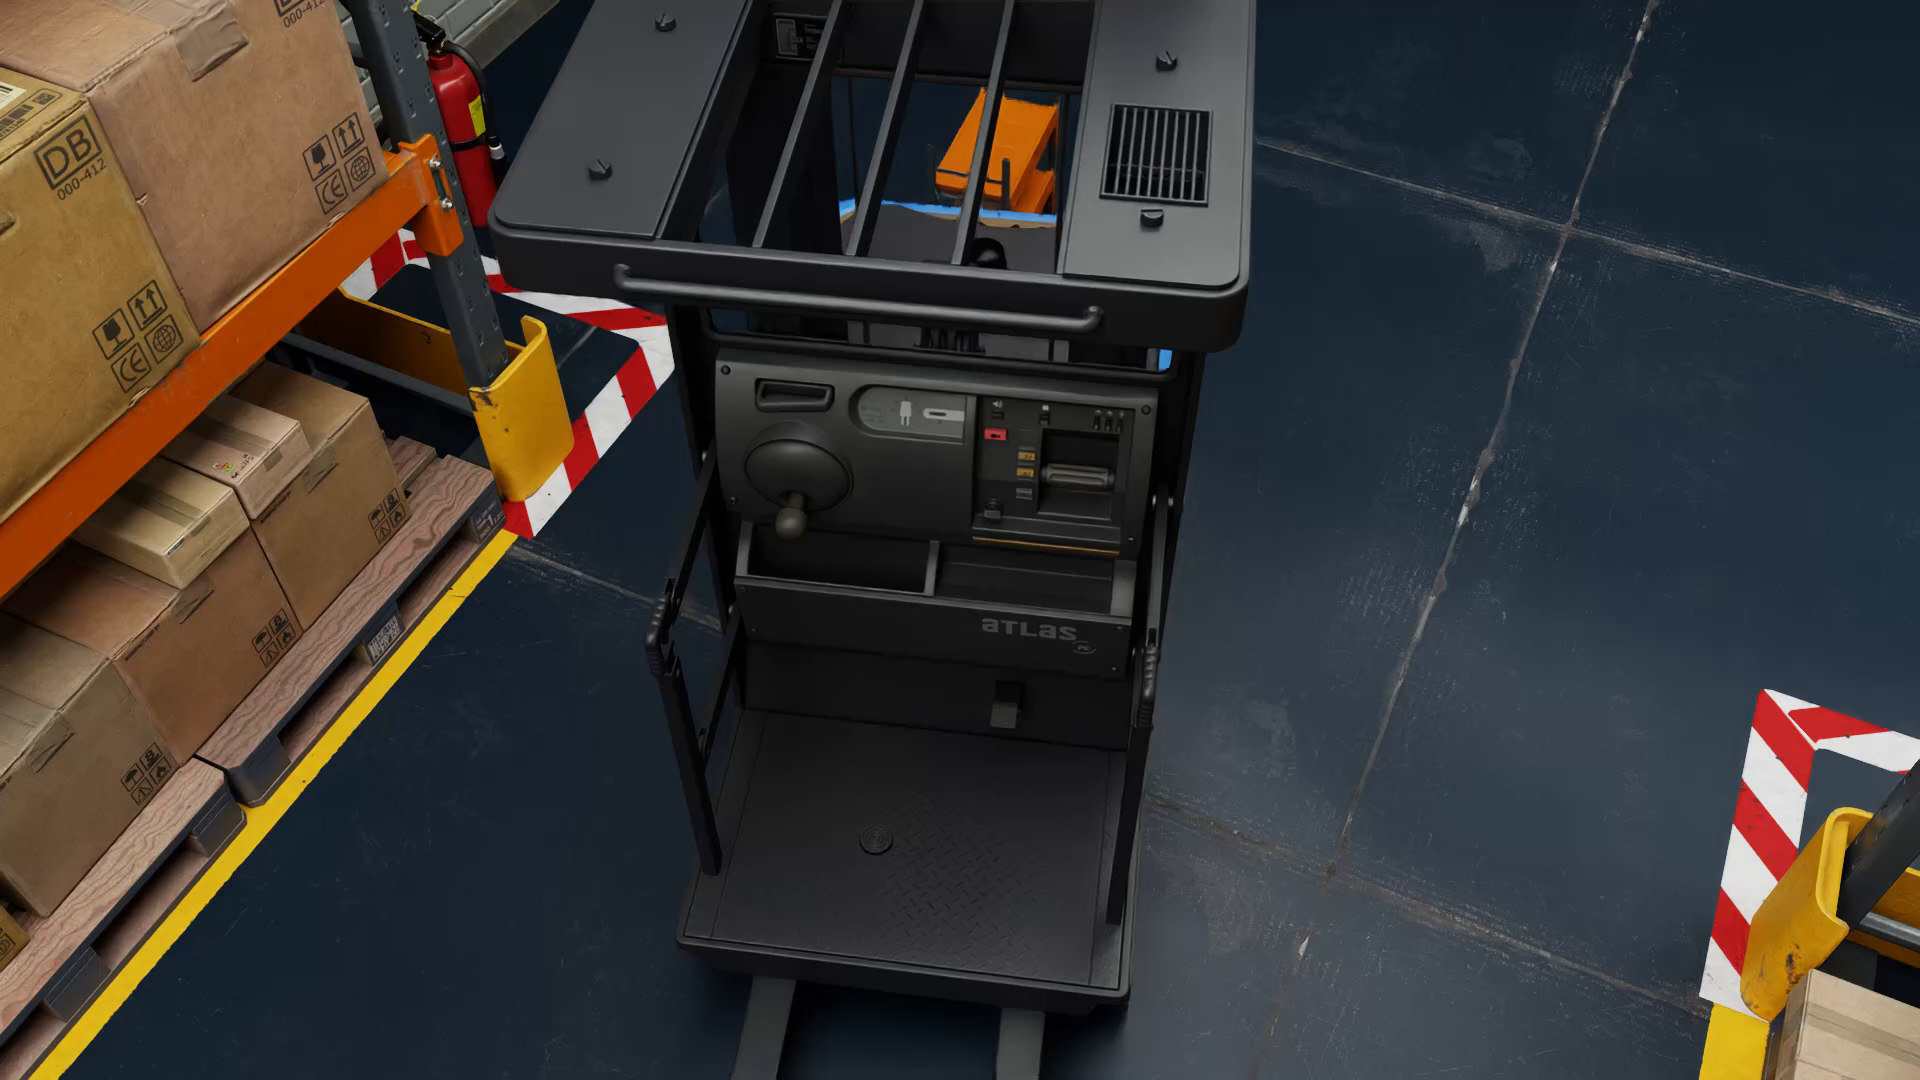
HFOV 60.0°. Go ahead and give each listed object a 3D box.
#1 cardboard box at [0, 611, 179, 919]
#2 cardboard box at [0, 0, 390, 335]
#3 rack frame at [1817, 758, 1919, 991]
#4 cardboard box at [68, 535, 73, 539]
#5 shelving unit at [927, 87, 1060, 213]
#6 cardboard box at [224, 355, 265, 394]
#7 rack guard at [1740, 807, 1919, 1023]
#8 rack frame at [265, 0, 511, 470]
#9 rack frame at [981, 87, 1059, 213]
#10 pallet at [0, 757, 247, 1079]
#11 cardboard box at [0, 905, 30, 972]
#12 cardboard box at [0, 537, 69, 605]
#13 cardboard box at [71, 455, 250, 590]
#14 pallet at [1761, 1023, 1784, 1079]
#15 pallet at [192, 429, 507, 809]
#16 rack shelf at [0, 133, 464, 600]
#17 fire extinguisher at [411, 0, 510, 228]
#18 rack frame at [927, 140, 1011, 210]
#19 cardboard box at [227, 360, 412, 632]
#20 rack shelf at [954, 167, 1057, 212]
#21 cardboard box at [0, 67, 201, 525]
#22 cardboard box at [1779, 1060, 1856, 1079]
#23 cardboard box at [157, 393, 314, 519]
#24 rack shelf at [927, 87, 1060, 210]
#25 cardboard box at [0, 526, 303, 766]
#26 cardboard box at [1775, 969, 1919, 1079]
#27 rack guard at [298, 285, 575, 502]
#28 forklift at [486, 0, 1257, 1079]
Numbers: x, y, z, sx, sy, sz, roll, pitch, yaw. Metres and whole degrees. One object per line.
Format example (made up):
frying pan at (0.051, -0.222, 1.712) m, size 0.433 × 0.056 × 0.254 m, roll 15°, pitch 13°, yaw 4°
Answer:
cardboard box at (-2.506, 0.511, 4.211) m, size 0.700 × 0.500 × 0.500 m, roll 18°, pitch 52°, yaw 15°
cardboard box at (-2.078, -1.111, 4.029) m, size 0.980 × 0.700 × 0.700 m, roll 22°, pitch 53°, yaw 18°
rack frame at (2.611, 0.241, 3.076) m, size 1.000 × 3.000 × 0.127 m, roll 20°, pitch 52°, yaw 16°
cardboard box at (-2.421, -0.192, 4.384) m, size 0.380 × 0.149 × 0.250 m, roll 20°, pitch 52°, yaw 16°
shelving unit at (0.103, -0.863, 5.197) m, size 0.258 × 1.200 × 0.503 m, roll 14°, pitch 51°, yaw 12°
cardboard box at (-2.205, -0.541, 4.681) m, size 0.380 × 0.149 × 0.250 m, roll 20°, pitch 53°, yaw 16°
rack guard at (2.579, 1.103, 3.983) m, size 1.175 × 0.500 × 0.348 m, roll 20°, pitch 52°, yaw 16°
rack frame at (-1.869, -1.368, 4.445) m, size 1.000 × 3.000 × 0.127 m, roll 20°, pitch 52°, yaw 16°
rack frame at (0.181, -1.039, 5.347) m, size 0.240 × 1.200 × 0.015 m, roll 14°, pitch 51°, yaw 12°
pallet at (-2.662, 0.948, 4.305) m, size 1.003 × 0.211 × 1.213 m, roll 20°, pitch 52°, yaw 16°
cardboard box at (-2.727, 0.881, 3.897) m, size 0.700 × 0.500 × 0.500 m, roll 21°, pitch 53°, yaw 17°
cardboard box at (-2.528, -0.020, 4.237) m, size 0.380 × 0.149 × 0.250 m, roll 20°, pitch 53°, yaw 16°
cardboard box at (-2.076, -0.066, 4.276) m, size 0.380 × 0.149 × 0.250 m, roll 21°, pitch 53°, yaw 17°
pallet at (2.239, 1.746, 3.626) m, size 1.003 × 0.211 × 1.213 m, roll 20°, pitch 52°, yaw 16°
pallet at (-2.140, 0.111, 5.017) m, size 1.003 × 0.211 × 1.213 m, roll 20°, pitch 52°, yaw 16°
rack shelf at (-2.724, 0.242, 3.547) m, size 1.077 × 0.370 × 4.000 m, roll 20°, pitch 52°, yaw 16°
fire extinguisher at (-1.387, -1.176, 4.577) m, size 0.296 × 0.674 × 0.183 m, roll 20°, pitch 52°, yaw 16°
rack frame at (0.025, -0.687, 5.047) m, size 0.240 × 1.200 × 0.015 m, roll 14°, pitch 51°, yaw 12°
cardboard box at (-2.078, -0.180, 4.799) m, size 0.700 × 0.500 × 0.500 m, roll 20°, pitch 52°, yaw 16°
rack shelf at (0.103, -0.965, 5.078) m, size 0.258 × 0.148 × 0.480 m, roll 14°, pitch 51°, yaw 12°
cardboard box at (-2.379, -0.607, 3.600) m, size 0.980 × 0.700 × 0.700 m, roll 19°, pitch 52°, yaw 16°
cardboard box at (2.015, 1.365, 3.690) m, size 0.380 × 0.166 × 0.250 m, roll 20°, pitch 52°, yaw 16°
cardboard box at (-1.968, -0.242, 4.426) m, size 0.380 × 0.149 × 0.250 m, roll 19°, pitch 52°, yaw 16°
rack shelf at (0.103, -1.118, 4.897) m, size 0.258 × 0.148 × 0.480 m, roll 14°, pitch 51°, yaw 12°
cardboard box at (-2.291, 0.165, 4.506) m, size 0.700 × 0.500 × 0.500 m, roll 20°, pitch 52°, yaw 16°
cardboard box at (2.122, 1.199, 3.844) m, size 0.380 × 0.149 × 0.250 m, roll 20°, pitch 52°, yaw 16°
rack guard at (-1.859, -0.575, 5.411) m, size 1.175 × 0.500 × 0.348 m, roll 20°, pitch 52°, yaw 16°
forklift at (-0.084, -0.065, 3.381) m, size 1.130 × 2.935 × 3.031 m, roll 6°, pitch 50°, yaw 5°
